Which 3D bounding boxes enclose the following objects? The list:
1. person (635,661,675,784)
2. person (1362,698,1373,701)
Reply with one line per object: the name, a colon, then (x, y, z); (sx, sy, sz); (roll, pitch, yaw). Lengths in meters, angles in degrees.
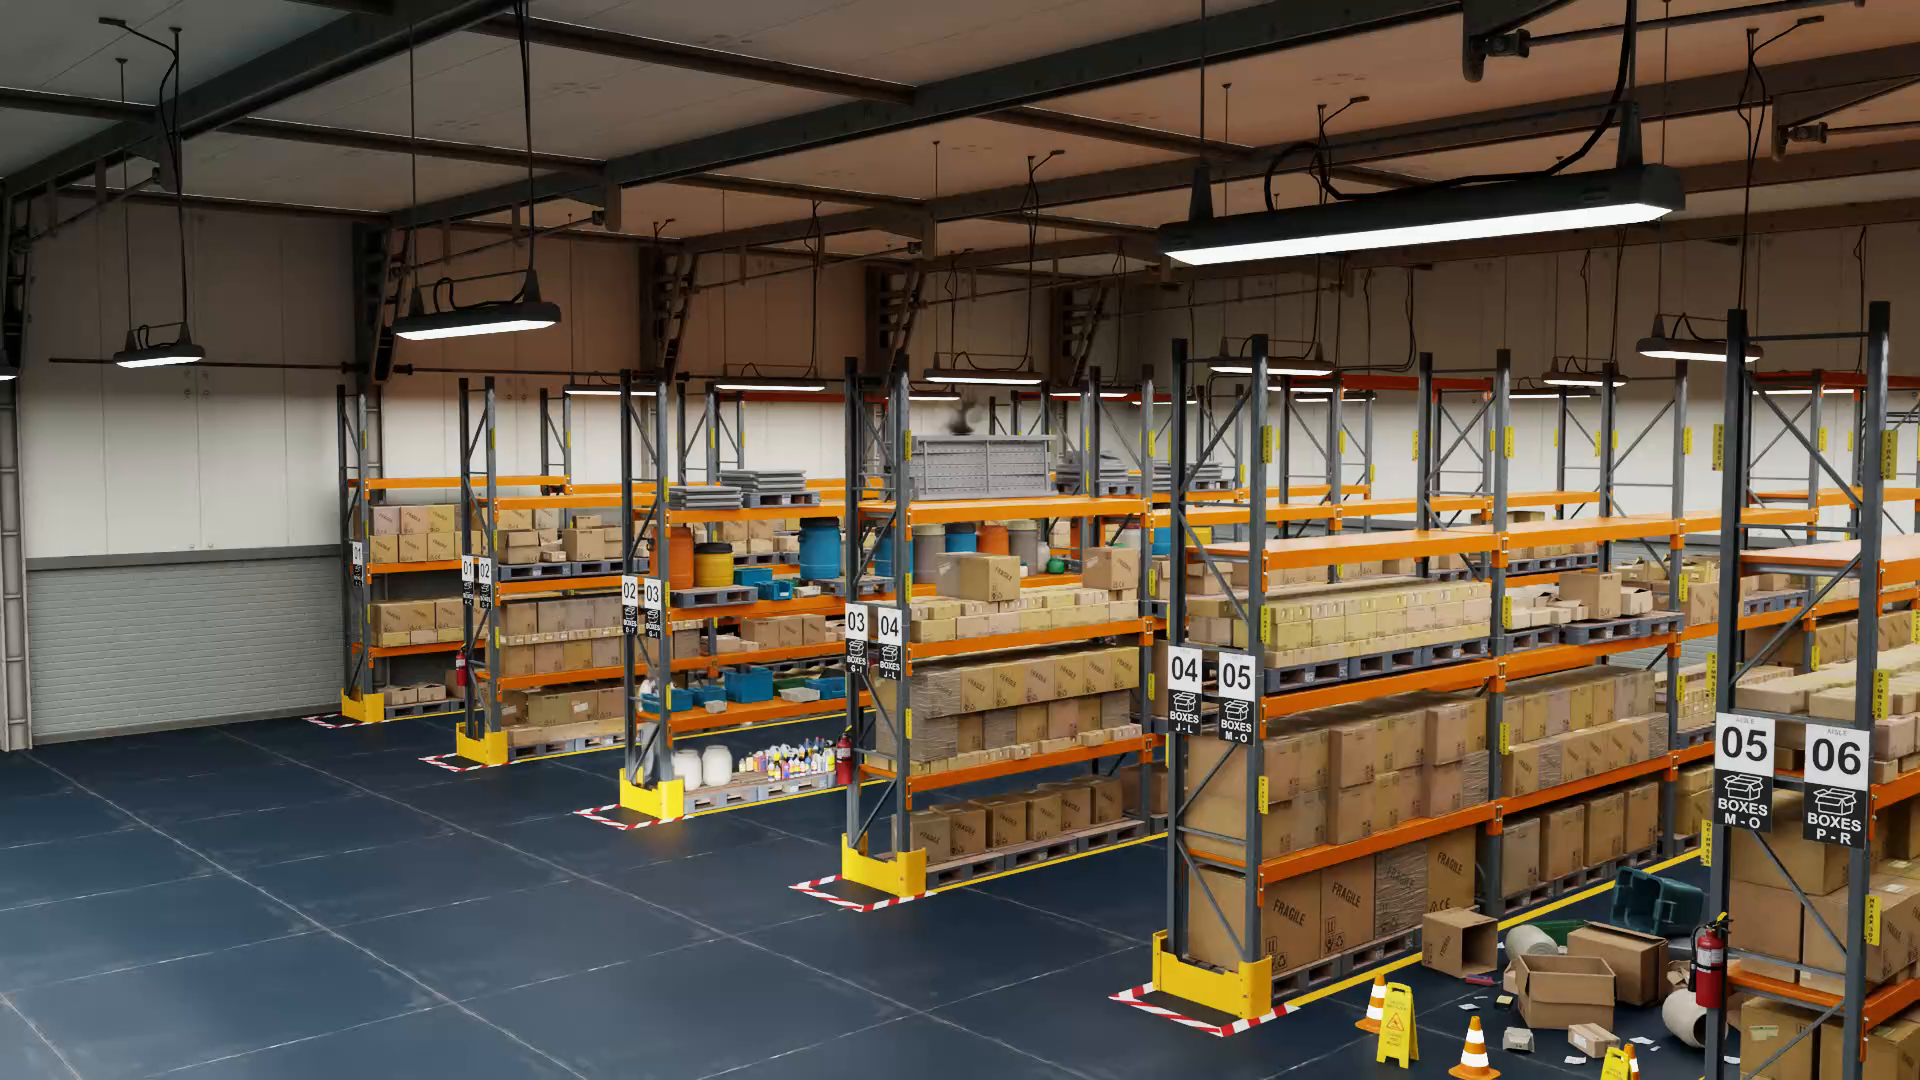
person: (-4.494, 2.663, 24.391); (0.913, 1.812, 0.649); (-4, 5, -45)
person: (5.457, 2.868, 22.259); (0.713, 1.677, 0.685); (-3, 5, -39)
